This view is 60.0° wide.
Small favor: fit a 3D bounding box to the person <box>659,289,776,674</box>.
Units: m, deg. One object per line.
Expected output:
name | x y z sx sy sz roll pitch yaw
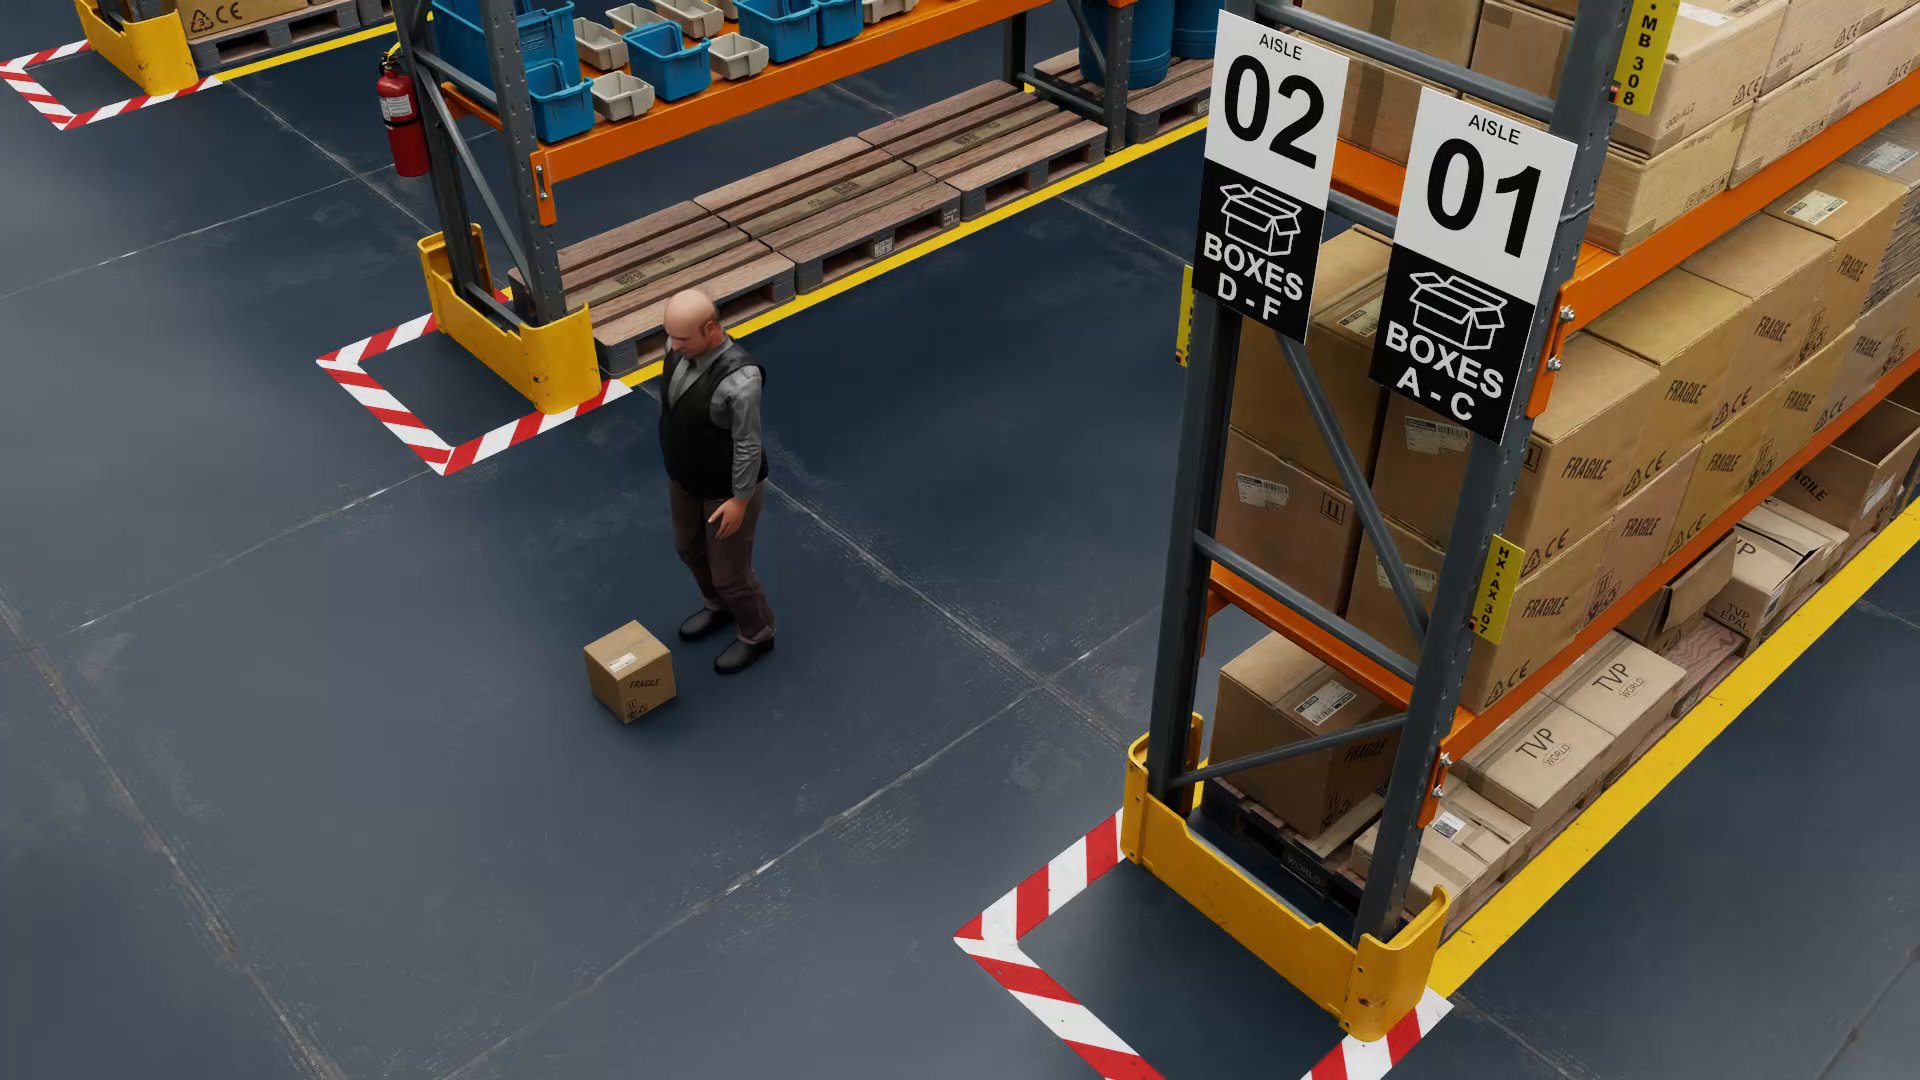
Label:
person | -0.944 -0.231 6.474 0.361 1.713 0.538 -29 48 -31
